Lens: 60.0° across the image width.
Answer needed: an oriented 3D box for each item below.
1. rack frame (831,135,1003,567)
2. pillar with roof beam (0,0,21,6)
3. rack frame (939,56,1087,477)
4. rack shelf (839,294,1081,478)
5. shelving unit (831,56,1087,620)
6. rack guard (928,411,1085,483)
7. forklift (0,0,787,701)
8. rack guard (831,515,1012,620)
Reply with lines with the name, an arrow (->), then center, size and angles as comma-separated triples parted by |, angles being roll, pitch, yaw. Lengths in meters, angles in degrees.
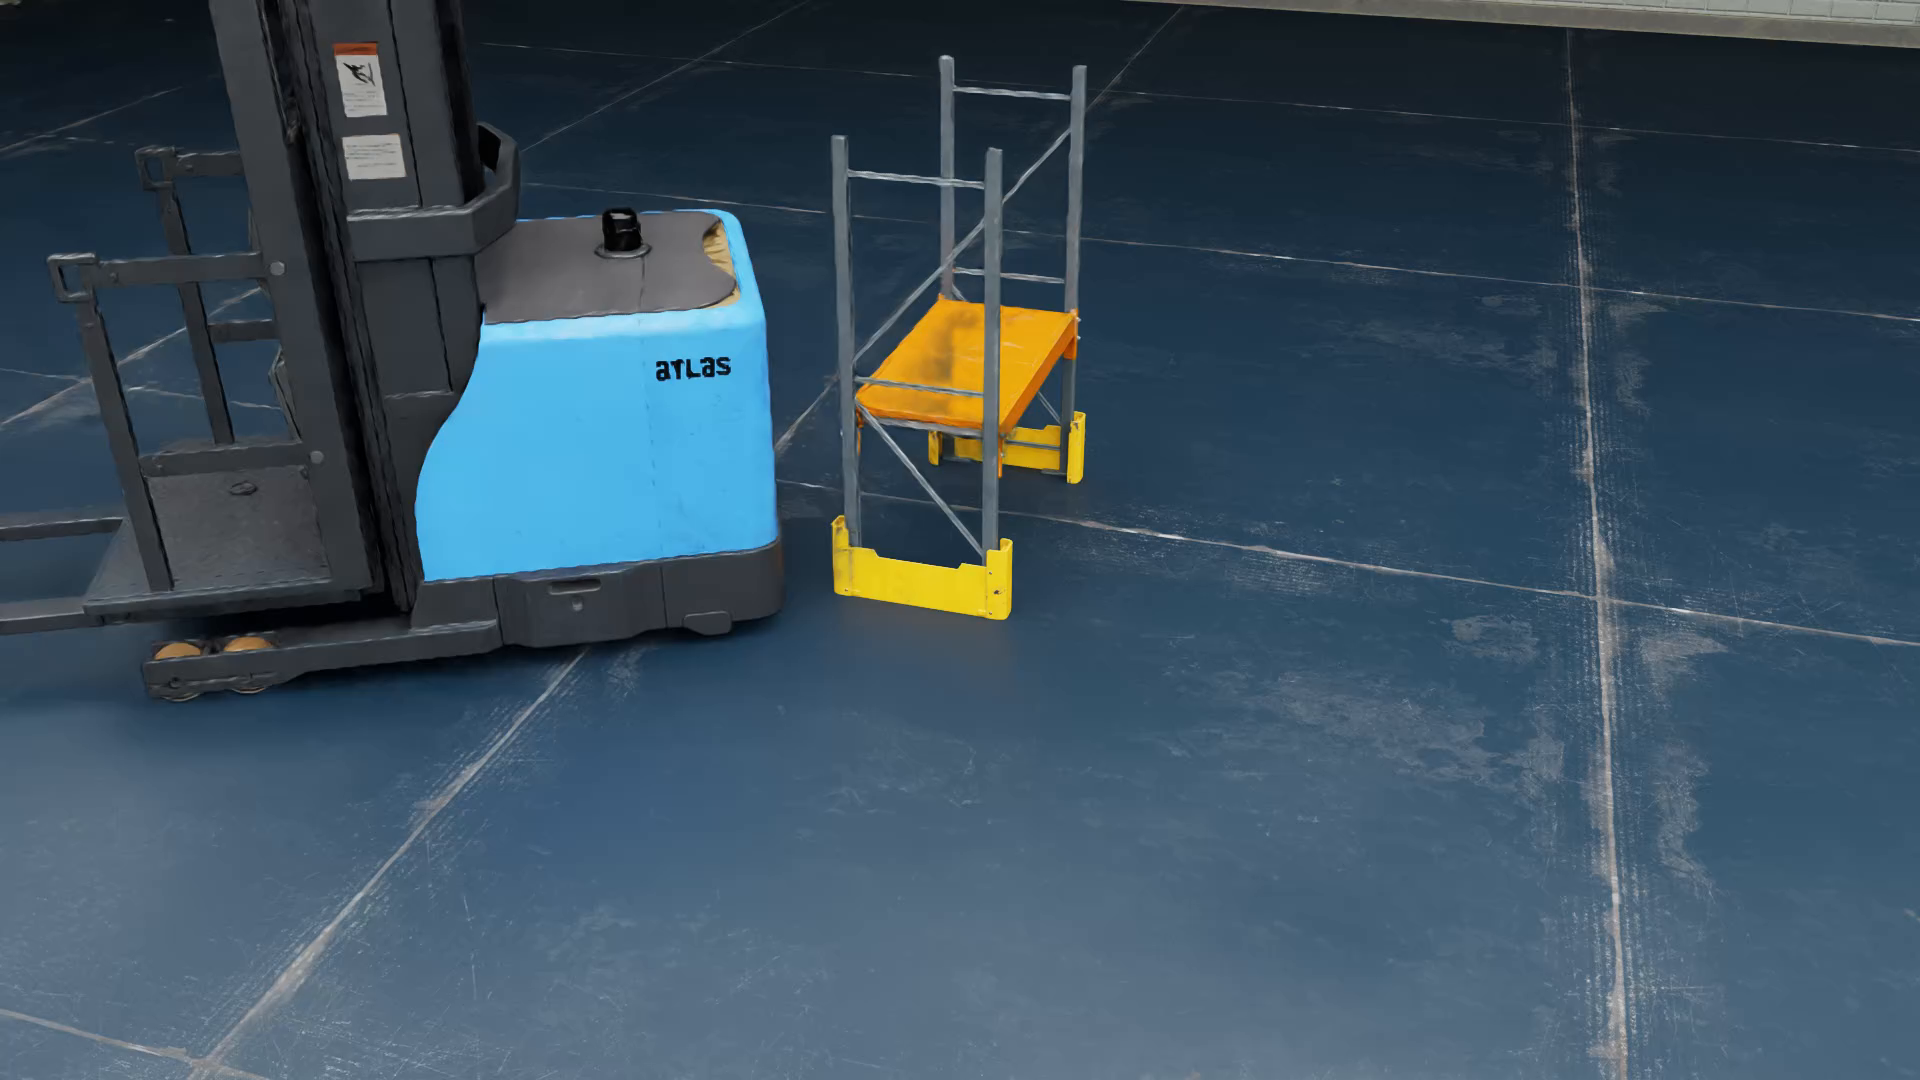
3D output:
rack frame -> -0.124, -0.459, 5.032 | 0.500, 1.500, 0.032 | 8, 30, 15
pillar with roof beam -> -3.818, -7.673, 10.286 | 9.100, 9.000, 0.400 | 8, 30, 15
rack frame -> 0.174, -0.931, 5.881 | 0.500, 1.500, 0.032 | 8, 30, 15
rack shelf -> 0.025, -0.538, 5.544 | 0.538, 0.185, 1.000 | 8, 30, 15
shelving unit -> 0.022, -0.691, 5.449 | 0.587, 1.500, 1.083 | 8, 30, 15
rack guard -> 0.169, -0.376, 6.169 | 0.587, 0.250, 0.087 | 8, 30, 15
forklift -> -2.118, -1.087, 4.689 | 3.031, 2.935, 1.130 | -6, 30, -10
rack guard -> -0.124, 0.087, 5.337 | 0.587, 0.250, 0.087 | 8, 30, 15
